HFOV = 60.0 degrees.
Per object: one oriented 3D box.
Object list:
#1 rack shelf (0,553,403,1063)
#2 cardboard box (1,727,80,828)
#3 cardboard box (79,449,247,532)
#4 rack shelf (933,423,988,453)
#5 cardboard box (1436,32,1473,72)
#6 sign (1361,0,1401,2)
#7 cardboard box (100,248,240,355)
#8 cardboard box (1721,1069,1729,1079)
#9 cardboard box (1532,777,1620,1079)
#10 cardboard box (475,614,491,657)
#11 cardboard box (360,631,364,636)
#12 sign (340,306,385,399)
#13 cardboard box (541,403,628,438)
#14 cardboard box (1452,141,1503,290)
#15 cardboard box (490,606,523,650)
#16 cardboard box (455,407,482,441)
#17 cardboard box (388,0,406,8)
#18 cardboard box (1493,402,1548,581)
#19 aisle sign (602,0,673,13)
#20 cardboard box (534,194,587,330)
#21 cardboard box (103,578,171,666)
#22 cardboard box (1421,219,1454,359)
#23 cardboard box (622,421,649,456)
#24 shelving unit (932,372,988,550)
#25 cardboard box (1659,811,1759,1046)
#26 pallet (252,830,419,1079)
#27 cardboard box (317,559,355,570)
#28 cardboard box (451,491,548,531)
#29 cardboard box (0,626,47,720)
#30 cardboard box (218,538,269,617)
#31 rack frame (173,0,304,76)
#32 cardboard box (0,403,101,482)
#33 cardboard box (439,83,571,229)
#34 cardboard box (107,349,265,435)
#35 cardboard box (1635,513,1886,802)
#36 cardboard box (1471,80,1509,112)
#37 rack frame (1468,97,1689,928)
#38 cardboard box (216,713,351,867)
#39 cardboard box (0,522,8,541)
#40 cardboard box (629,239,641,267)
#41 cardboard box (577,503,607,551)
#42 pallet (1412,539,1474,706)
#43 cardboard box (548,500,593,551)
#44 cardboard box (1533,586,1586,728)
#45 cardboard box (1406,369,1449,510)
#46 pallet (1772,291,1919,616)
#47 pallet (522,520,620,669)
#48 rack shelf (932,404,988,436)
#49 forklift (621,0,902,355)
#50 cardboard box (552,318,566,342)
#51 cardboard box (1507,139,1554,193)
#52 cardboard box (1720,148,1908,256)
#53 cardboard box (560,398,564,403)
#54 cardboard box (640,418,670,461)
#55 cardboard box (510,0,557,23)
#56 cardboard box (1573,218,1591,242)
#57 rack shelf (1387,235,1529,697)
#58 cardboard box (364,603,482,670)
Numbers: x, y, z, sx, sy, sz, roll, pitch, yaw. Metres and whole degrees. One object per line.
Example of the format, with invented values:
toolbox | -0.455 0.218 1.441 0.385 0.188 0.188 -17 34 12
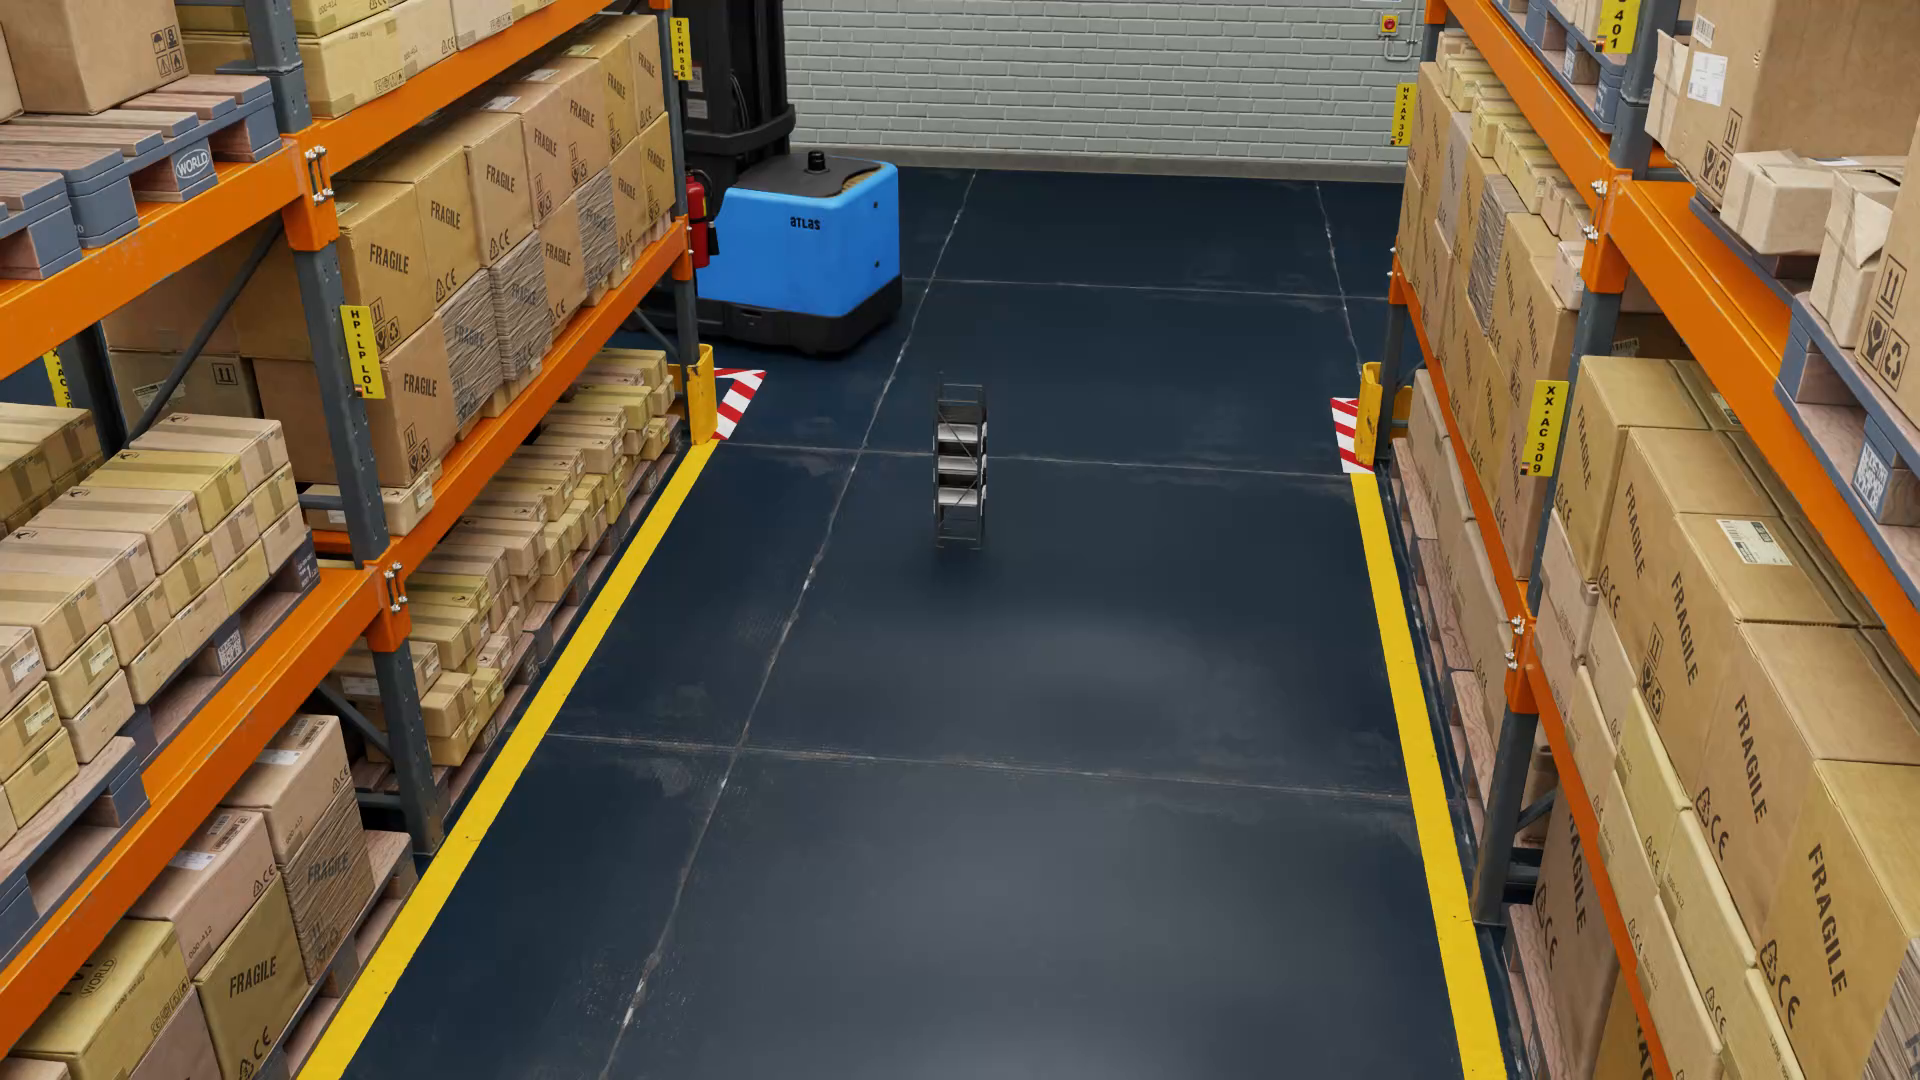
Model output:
rack shelf | -2.779 1.116 4.275 1.077 0.370 4.000 3 28 6
cardboard box | -2.542 0.595 4.305 0.380 0.149 0.250 5 29 8
cardboard box | -2.421 -0.152 5.064 0.380 0.149 0.250 3 28 5
rack shelf | 0.001 -0.529 8.474 0.258 0.077 0.200 3 28 6
cardboard box | 2.563 -2.404 8.206 0.380 0.149 0.250 4 29 7
sign | 3.509 -4.591 13.825 0.327 0.218 0.001 3 28 6
cardboard box | -2.744 -0.995 5.960 0.500 0.500 0.500 2 28 4
cardboard box | 1.830 1.316 3.303 0.500 0.250 0.500 3 28 6
cardboard box | 2.395 1.145 5.260 0.875 0.875 0.875 4 29 8
cardboard box | -2.235 0.404 7.088 0.380 0.149 0.250 3 28 6
cardboard box | -2.774 0.375 7.141 0.380 0.149 0.250 2 28 4
sign | -1.982 -0.622 5.520 0.100 0.325 0.005 3 28 6
cardboard box | -1.945 -0.591 8.620 0.380 0.149 0.250 2 28 4
cardboard box | 2.368 -1.339 6.913 0.500 0.500 0.500 3 29 6
cardboard box | -2.177 0.407 7.394 0.380 0.149 0.250 3 28 5
cardboard box | -2.197 -0.528 6.833 0.380 0.149 0.250 2 28 4
cardboard box | -2.171 -2.064 5.887 0.500 0.250 0.500 3 28 6
cardboard box | 2.195 -0.180 5.815 0.500 0.500 0.500 4 29 7
aisle sign | -1.737 -3.187 8.762 0.394 0.787 0.004 3 28 6
cardboard box | -2.035 -1.258 7.504 0.500 0.500 0.500 5 29 9
cardboard box | -2.480 0.221 4.686 0.380 0.149 0.250 2 28 5
cardboard box | 2.423 -1.142 7.601 0.500 0.500 0.500 3 28 6
cardboard box | -1.887 -0.576 8.907 0.380 0.149 0.250 2 28 4
shelving unit | 0.001 -0.400 8.544 0.258 0.900 0.210 3 28 6
cardboard box | 1.874 0.856 3.630 0.500 0.250 0.500 3 28 5
pallet | -2.627 1.452 5.833 1.003 0.211 1.213 3 28 6
cardboard box | -2.624 0.125 7.290 0.380 0.149 0.250 4 29 8
cardboard box | -2.138 -0.105 7.717 0.380 0.149 0.250 2 28 4
cardboard box | -2.549 0.335 4.160 0.380 0.149 0.250 2 28 4
cardboard box | -2.417 0.104 5.216 0.380 0.149 0.250 4 29 6
rack frame | -2.534 -2.784 4.429 1.000 3.000 0.127 3 28 6
cardboard box | -3.038 -0.320 5.376 0.380 0.149 0.250 5 29 9
cardboard box | -2.031 -1.678 7.228 0.500 0.500 0.500 2 28 4
cardboard box | -2.755 -0.562 6.211 0.500 0.500 0.500 3 28 6
cardboard box | 1.954 0.281 3.906 0.500 0.500 0.500 3 28 5
cardboard box | 2.462 -1.909 7.288 0.380 0.149 0.250 4 29 7
rack frame | 2.392 0.098 5.406 1.000 3.000 0.127 3 28 6
cardboard box | -2.374 0.808 5.489 0.500 0.250 0.500 3 28 5
cardboard box | -3.099 0.055 4.994 0.380 0.149 0.250 4 29 7
cardboard box | -1.886 -1.511 8.657 0.380 0.149 0.250 3 28 6
cardboard box | -1.990 -0.081 8.300 0.380 0.149 0.250 4 29 7
pallet | 2.709 0.396 7.792 1.003 0.211 1.213 3 28 6
cardboard box | -1.993 -0.081 7.987 0.380 0.149 0.250 4 29 7
cardboard box | 2.076 0.355 5.086 0.500 0.250 0.500 3 28 5
cardboard box | 2.900 -0.526 8.822 0.875 0.438 0.875 2 28 4
pallet | 2.062 -0.090 2.790 1.003 0.211 1.213 5 29 9
pallet | -2.339 0.191 8.173 1.003 0.211 1.213 3 28 6
rack shelf | 0.001 -0.608 8.431 0.258 0.077 0.200 3 28 6
forklift | -1.973 -2.944 11.124 3.031 2.935 1.130 11 30 20
cardboard box | -2.064 -1.018 7.741 0.380 0.149 0.250 4 29 7
cardboard box | 2.333 -1.434 6.405 0.380 0.149 0.250 3 28 5
cardboard box | 1.889 -0.730 3.583 0.380 0.166 0.250 1 28 3
cardboard box | -2.362 -0.854 9.423 0.380 0.149 0.250 5 29 8
cardboard box | -1.832 -0.568 9.205 0.380 0.149 0.250 4 29 8
cardboard box | -2.012 -2.326 6.900 0.500 0.250 0.500 5 29 8
cardboard box | 2.254 -0.953 5.514 0.380 0.149 0.250 4 29 7
rack shelf | 2.637 -0.527 7.324 1.077 0.370 4.000 3 28 6
cardboard box | -2.193 0.390 6.800 0.380 0.149 0.250 5 29 9
